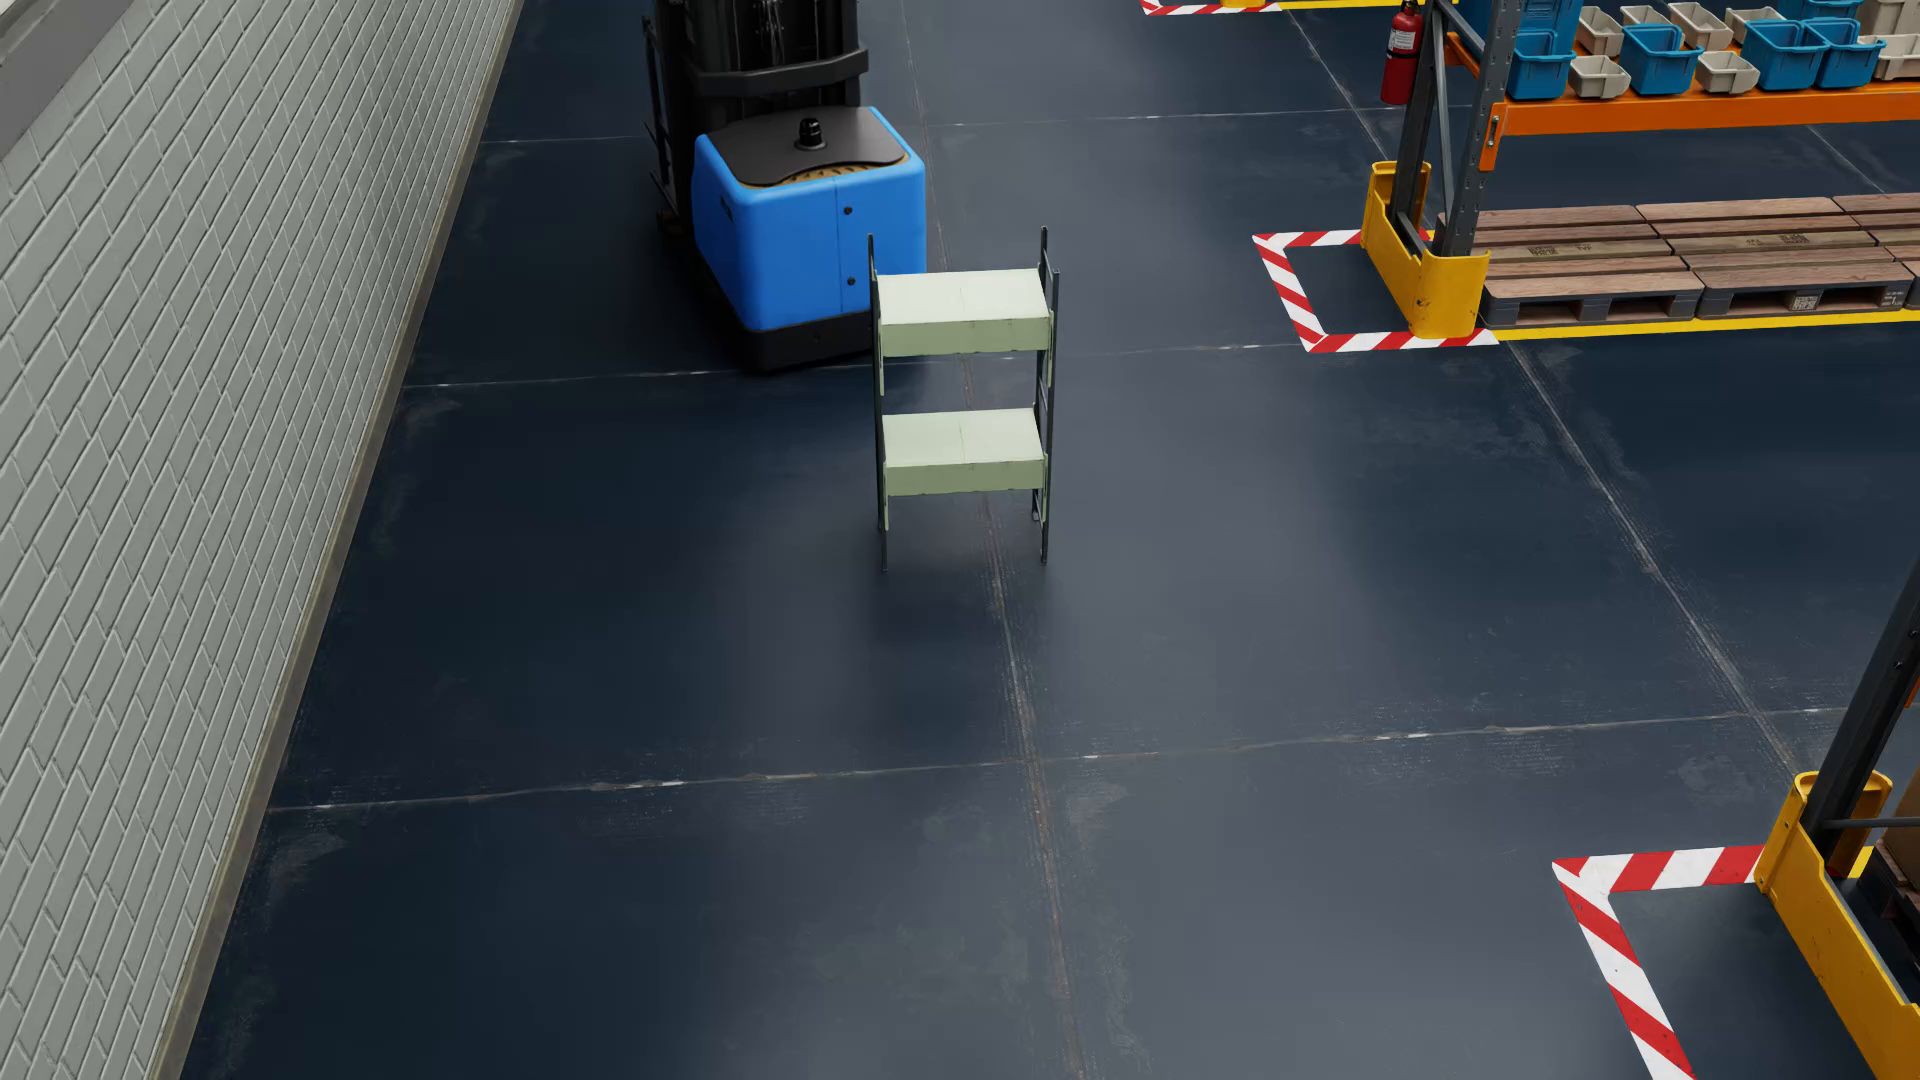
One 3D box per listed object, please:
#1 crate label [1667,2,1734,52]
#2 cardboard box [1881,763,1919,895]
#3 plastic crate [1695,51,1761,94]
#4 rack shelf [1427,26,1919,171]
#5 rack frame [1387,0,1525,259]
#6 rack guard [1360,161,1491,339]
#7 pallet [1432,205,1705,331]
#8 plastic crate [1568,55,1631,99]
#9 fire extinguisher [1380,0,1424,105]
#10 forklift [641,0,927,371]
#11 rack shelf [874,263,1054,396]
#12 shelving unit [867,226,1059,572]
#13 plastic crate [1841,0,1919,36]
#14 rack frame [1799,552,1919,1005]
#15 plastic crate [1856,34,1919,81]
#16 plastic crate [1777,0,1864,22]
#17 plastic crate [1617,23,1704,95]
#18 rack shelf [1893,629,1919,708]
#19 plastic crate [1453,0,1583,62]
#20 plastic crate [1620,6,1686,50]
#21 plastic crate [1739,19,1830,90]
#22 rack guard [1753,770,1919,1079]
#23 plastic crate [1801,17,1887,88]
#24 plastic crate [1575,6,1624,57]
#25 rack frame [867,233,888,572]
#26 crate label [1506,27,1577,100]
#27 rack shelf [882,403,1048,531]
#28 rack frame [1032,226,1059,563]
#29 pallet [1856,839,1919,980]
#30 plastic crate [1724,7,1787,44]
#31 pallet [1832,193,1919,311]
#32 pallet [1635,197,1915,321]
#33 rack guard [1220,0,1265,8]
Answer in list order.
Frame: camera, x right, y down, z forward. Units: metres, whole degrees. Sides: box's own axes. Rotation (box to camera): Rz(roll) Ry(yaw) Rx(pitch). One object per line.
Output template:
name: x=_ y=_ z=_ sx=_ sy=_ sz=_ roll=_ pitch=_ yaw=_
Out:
crate label: x=4.008 y=-2.771 z=9.005 sx=0.243 sy=0.136 sz=0.396 roll=-3 pitch=38 yaw=-4
cardboard box: x=3.602 y=1.026 z=5.692 sx=0.500 sy=0.500 sz=0.500 roll=-3 pitch=38 yaw=-4
plastic crate: x=3.924 y=-2.392 z=8.524 sx=0.298 sy=0.136 sz=0.250 roll=-3 pitch=38 yaw=-4
rack shelf: x=4.639 y=-2.485 z=9.059 sx=4.000 sy=0.370 sz=1.077 roll=-3 pitch=38 yaw=-4
rack frame: x=2.647 y=-2.658 z=8.697 sx=0.127 sy=3.000 sz=1.000 roll=-3 pitch=38 yaw=-4
rack guard: x=2.624 y=-1.667 z=9.459 sx=0.348 sy=0.500 sz=1.175 roll=-3 pitch=38 yaw=-4
pallet: x=3.472 y=-1.584 z=9.587 sx=1.213 sy=0.211 sz=1.003 roll=-3 pitch=38 yaw=-4
plastic crate: x=3.249 y=-2.355 z=8.477 sx=0.298 sy=0.136 sz=0.250 roll=-3 pitch=38 yaw=-4
fire extinguisher: x=2.456 y=-2.753 z=9.181 sx=0.183 sy=0.674 sz=0.296 roll=-3 pitch=38 yaw=-4
forklift: x=-1.187 y=-2.956 z=9.130 sx=1.130 sy=2.935 sz=3.031 roll=-14 pitch=40 yaw=-17
rack shelf: x=0.007 y=-0.896 z=7.044 sx=0.720 sy=0.370 sz=0.431 roll=-3 pitch=38 yaw=-4
shelving unit: x=0.007 y=-0.589 z=7.286 sx=0.755 sy=1.500 sz=0.431 roll=-3 pitch=38 yaw=-4
plastic crate: x=5.094 y=-2.884 z=9.031 sx=0.530 sy=0.282 sz=0.437 roll=-3 pitch=38 yaw=-4
rack frame: x=3.082 y=0.399 z=4.823 sx=0.127 sy=3.000 sz=1.000 roll=-3 pitch=38 yaw=-4
plastic crate: x=4.923 y=-2.516 z=8.682 sx=0.466 sy=0.136 sz=0.293 roll=-3 pitch=38 yaw=-4
plastic crate: x=4.670 y=-2.886 z=9.073 sx=0.300 sy=0.233 sz=0.416 roll=-3 pitch=38 yaw=-4
plastic crate: x=3.578 y=-2.462 z=8.535 sx=0.300 sy=0.233 sz=0.416 roll=-3 pitch=38 yaw=-4
rack shelf: x=5.074 y=0.571 z=5.185 sx=4.000 sy=0.370 sz=1.077 roll=-3 pitch=38 yaw=-4
plastic crate: x=2.964 y=-2.829 z=8.837 sx=0.499 sy=0.435 sz=0.616 roll=-3 pitch=38 yaw=-4
plastic crate: x=3.733 y=-2.741 z=8.967 sx=0.243 sy=0.136 sz=0.396 roll=-3 pitch=38 yaw=-4
plastic crate: x=4.233 y=-2.498 z=8.581 sx=0.300 sy=0.233 sz=0.416 roll=-3 pitch=38 yaw=-4
rack guard: x=3.158 y=1.376 z=5.603 sx=0.348 sy=0.500 sz=1.175 roll=-3 pitch=38 yaw=-4
plastic crate: x=4.532 y=-2.515 z=8.602 sx=0.300 sy=0.233 sz=0.416 roll=-3 pitch=38 yaw=-4
plastic crate: x=3.443 y=-2.734 z=8.958 sx=0.243 sy=0.136 sz=0.396 roll=-3 pitch=38 yaw=-4
rack frame: x=-0.358 y=-0.569 z=7.260 sx=0.023 sy=1.500 sz=0.400 roll=-3 pitch=38 yaw=-4
crate label: x=2.922 y=-2.426 z=8.490 sx=0.303 sy=0.233 sz=0.416 roll=-3 pitch=38 yaw=-4
rack shelf: x=0.007 y=-0.333 z=7.488 sx=0.720 sy=0.370 sz=0.431 roll=-3 pitch=38 yaw=-4
rack frame: x=0.371 y=-0.609 z=7.311 sx=0.023 sy=1.500 sz=0.400 roll=-3 pitch=38 yaw=-4
pallet: x=3.952 y=1.445 z=5.748 sx=1.213 sy=0.211 sz=1.003 roll=-3 pitch=38 yaw=-4
plastic crate: x=4.302 y=-2.799 z=9.041 sx=0.250 sy=0.136 sz=0.298 roll=-3 pitch=38 yaw=-4
pallet: x=5.902 y=-1.718 z=9.757 sx=1.213 sy=0.211 sz=1.003 roll=-3 pitch=38 yaw=-4
pallet: x=4.684 y=-1.649 z=9.670 sx=1.213 sy=0.211 sz=1.003 roll=-3 pitch=38 yaw=-4
rack guard: x=2.184 y=-4.731 z=13.342 sx=0.348 sy=0.500 sz=1.175 roll=-3 pitch=38 yaw=-4
